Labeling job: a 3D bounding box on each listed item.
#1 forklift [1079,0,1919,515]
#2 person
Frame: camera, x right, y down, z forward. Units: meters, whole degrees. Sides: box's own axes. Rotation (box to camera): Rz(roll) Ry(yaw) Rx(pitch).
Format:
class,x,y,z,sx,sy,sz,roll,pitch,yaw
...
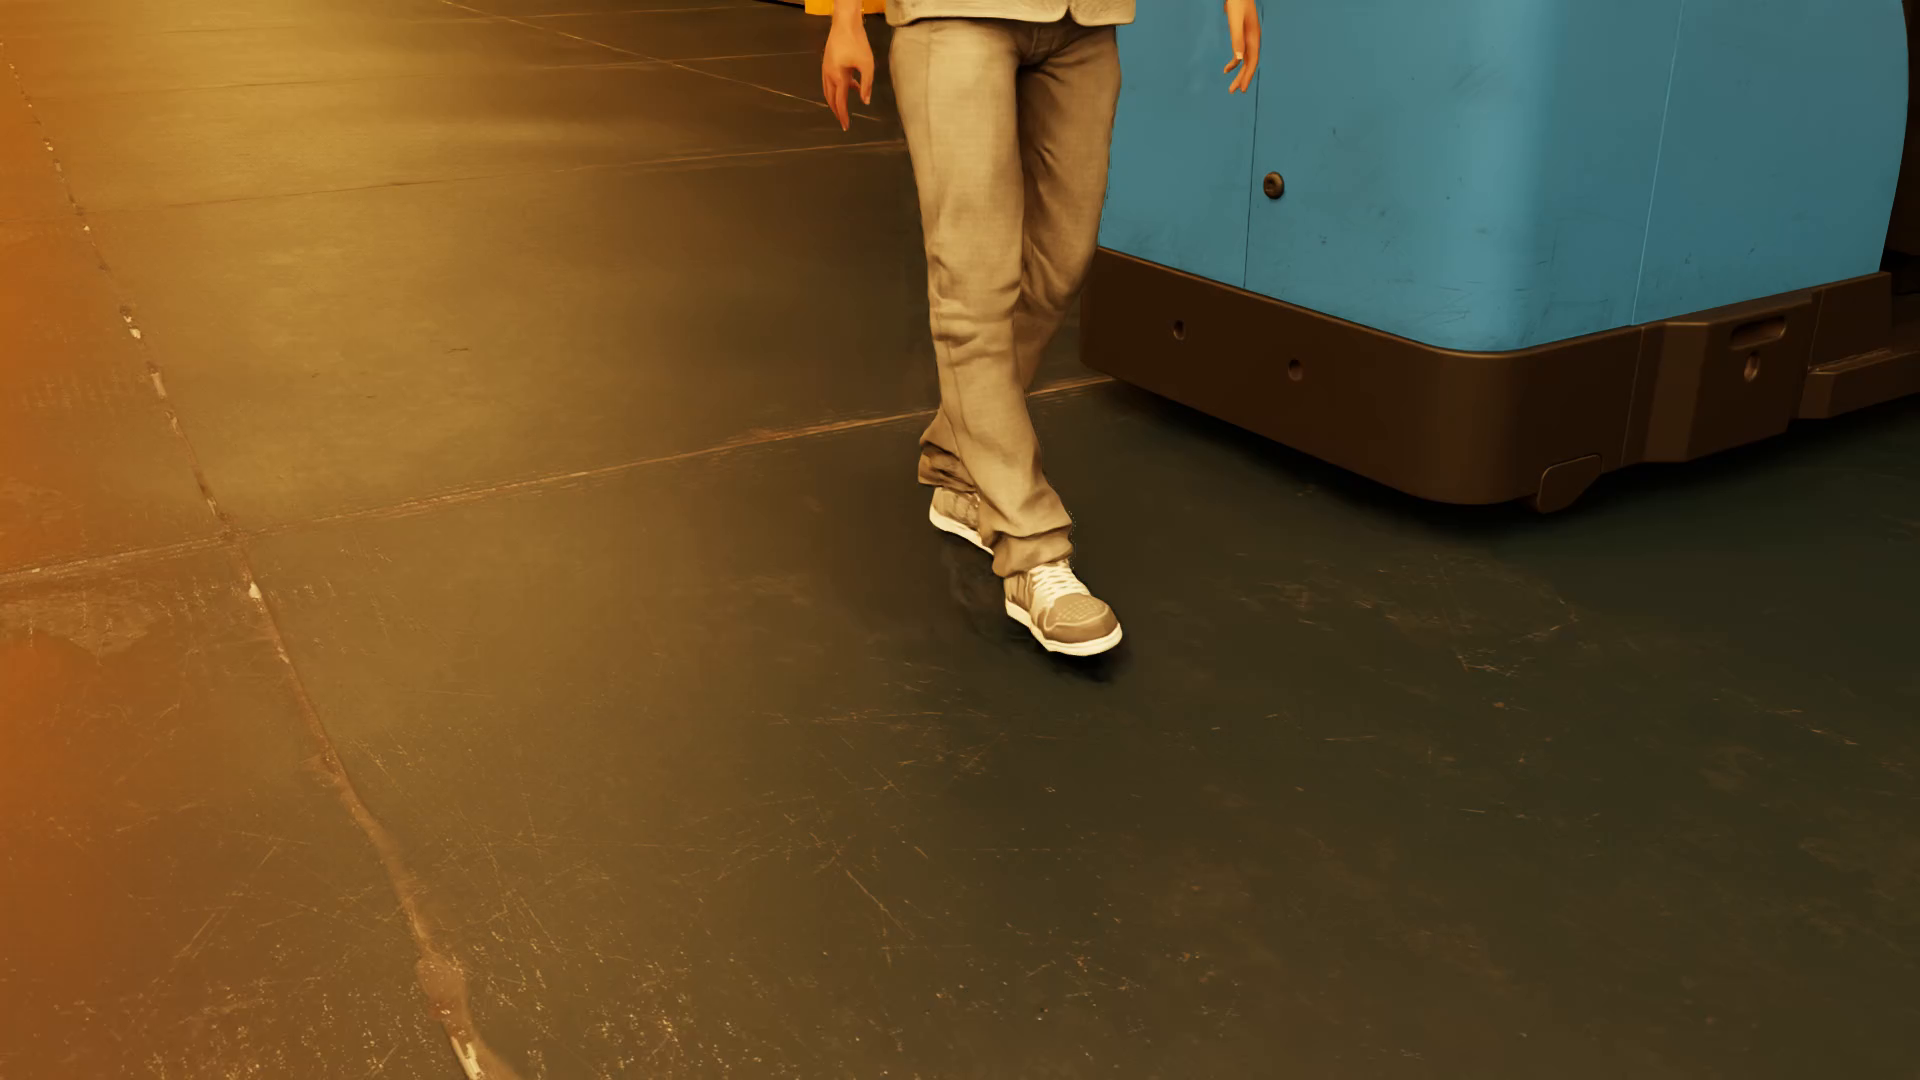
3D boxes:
class,x,y,z,sx,sy,sz,roll,pitch,yaw
forklift,1.756,-1.804,3.170,3.031,2.935,1.130,-14,26,-30
person,0.130,-0.668,2.194,0.573,1.576,0.621,-16,27,-33
